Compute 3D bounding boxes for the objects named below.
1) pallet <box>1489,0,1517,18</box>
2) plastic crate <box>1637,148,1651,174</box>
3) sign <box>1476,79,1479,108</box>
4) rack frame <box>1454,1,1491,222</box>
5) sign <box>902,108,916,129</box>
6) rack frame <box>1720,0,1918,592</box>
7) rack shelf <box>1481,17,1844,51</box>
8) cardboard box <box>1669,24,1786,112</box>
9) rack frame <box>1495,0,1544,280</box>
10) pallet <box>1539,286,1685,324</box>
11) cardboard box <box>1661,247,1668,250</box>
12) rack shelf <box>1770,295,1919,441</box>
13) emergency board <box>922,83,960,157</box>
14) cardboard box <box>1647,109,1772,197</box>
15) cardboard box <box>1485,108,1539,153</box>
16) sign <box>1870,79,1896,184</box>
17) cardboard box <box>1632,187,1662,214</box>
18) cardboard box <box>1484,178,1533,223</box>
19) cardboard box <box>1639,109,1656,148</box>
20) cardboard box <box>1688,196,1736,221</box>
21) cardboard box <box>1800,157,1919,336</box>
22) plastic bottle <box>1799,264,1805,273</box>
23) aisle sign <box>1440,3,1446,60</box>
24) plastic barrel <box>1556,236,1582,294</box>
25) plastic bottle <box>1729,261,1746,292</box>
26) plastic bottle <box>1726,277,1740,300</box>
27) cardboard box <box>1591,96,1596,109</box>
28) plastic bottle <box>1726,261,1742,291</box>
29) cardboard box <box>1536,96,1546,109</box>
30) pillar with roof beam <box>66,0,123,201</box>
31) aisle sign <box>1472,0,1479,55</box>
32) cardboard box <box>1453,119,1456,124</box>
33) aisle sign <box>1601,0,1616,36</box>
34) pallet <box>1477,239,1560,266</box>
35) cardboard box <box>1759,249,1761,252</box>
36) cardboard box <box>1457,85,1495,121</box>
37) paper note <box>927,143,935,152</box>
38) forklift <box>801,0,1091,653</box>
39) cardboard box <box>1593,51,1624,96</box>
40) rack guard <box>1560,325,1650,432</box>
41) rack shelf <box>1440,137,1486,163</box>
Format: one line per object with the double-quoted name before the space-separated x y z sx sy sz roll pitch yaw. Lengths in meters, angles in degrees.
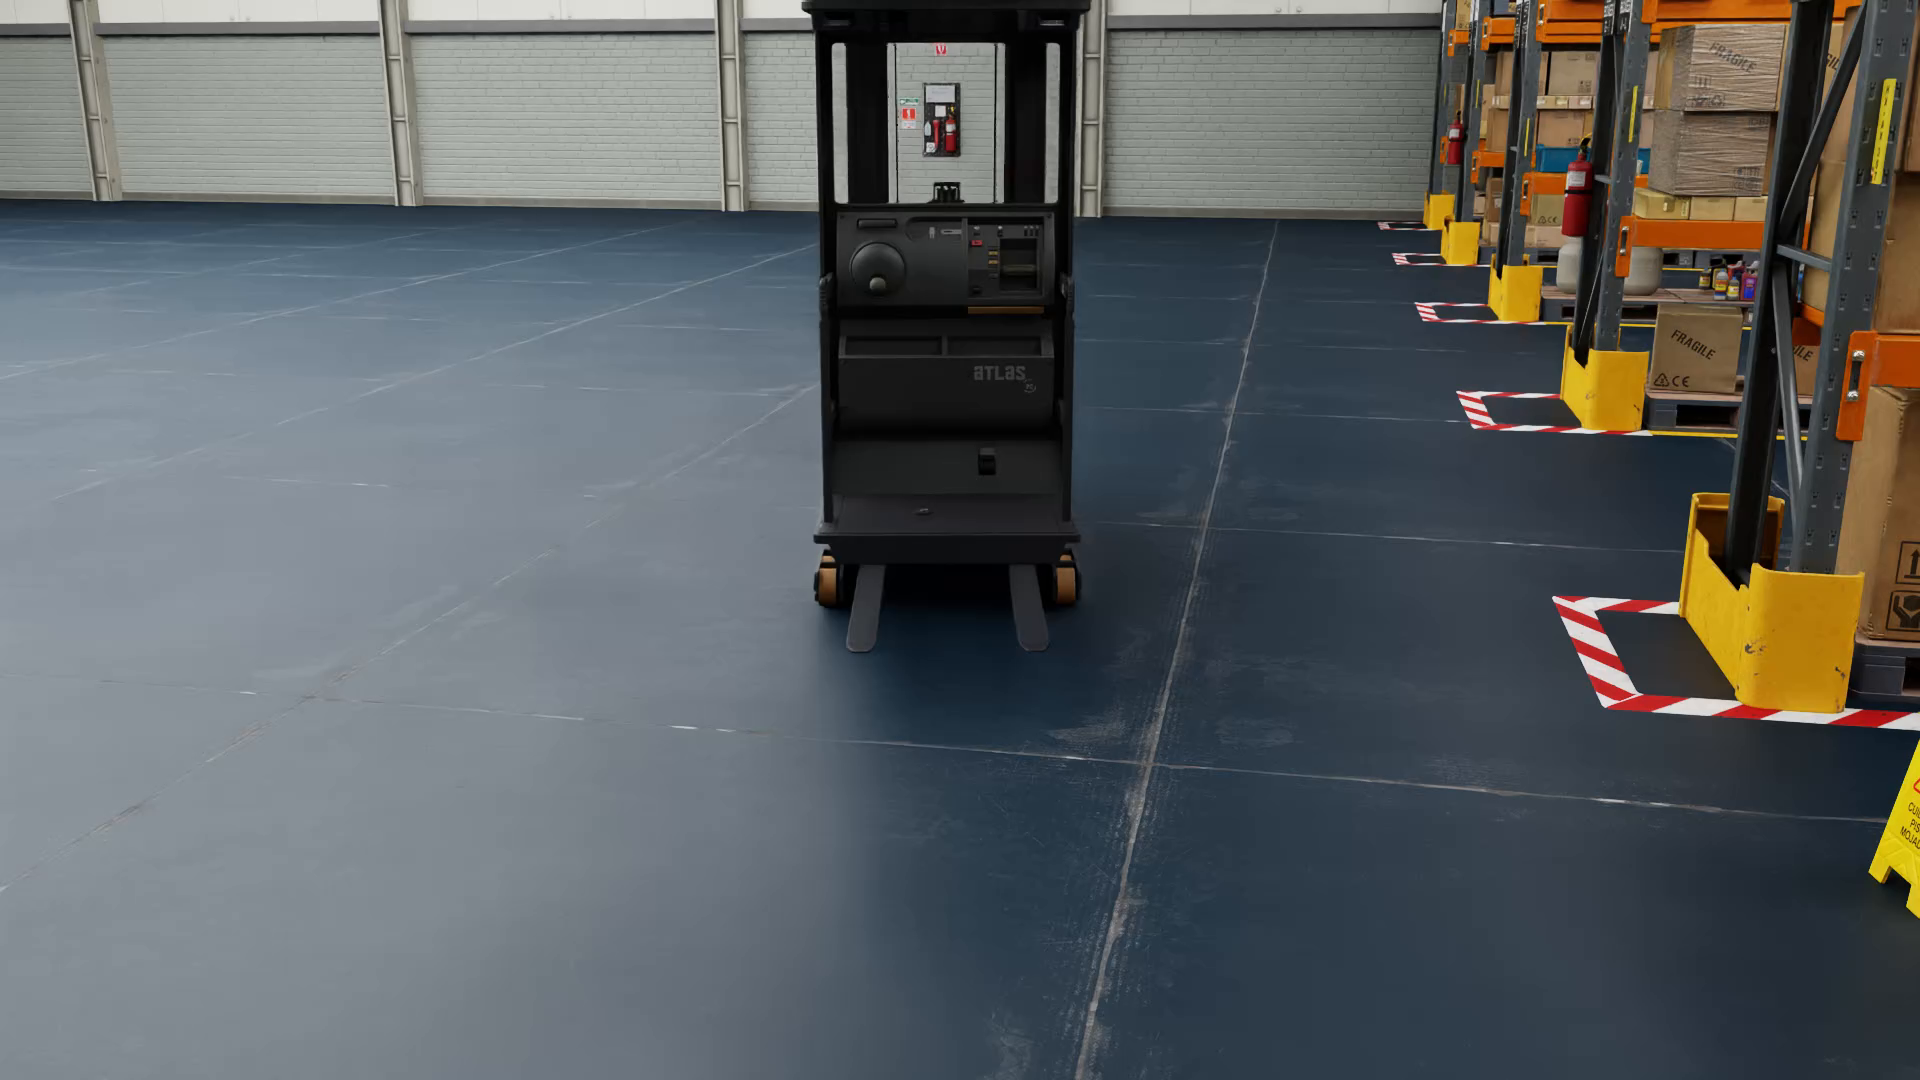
"pallet" 6.823 -6.239 19.442 1.213 0.211 1.003 3 16 11
"plastic crate" 6.330 -3.529 15.390 0.408 0.251 0.499 3 16 11
"sign" 6.019 -5.191 19.342 0.005 0.325 0.100 3 16 11
"rack frame" 6.135 -4.880 19.991 0.127 3.000 1.000 3 16 11
"sign" -0.838 -6.899 27.214 0.234 0.329 0.001 3 16 11
"rack frame" 3.070 -0.997 5.971 0.127 3.000 1.000 3 16 11
"rack shelf" 8.095 -5.873 19.302 4.000 0.370 1.077 3 16 11
"cardboard box" 4.642 -2.862 10.087 0.500 0.500 0.500 3 16 11
"rack frame" 5.144 -3.585 15.314 0.127 3.000 1.000 3 16 11
"pallet" 6.023 -2.204 15.555 1.213 0.211 1.003 3 16 11
"cardboard box" 8.086 -3.590 19.699 0.500 0.250 0.500 3 16 11
"rack shelf" 5.030 -0.544 5.683 4.000 0.370 1.077 3 16 11
"emergency board" -0.317 -6.826 27.015 0.643 1.169 0.194 3 16 11
"cardboard box" 4.691 -2.444 10.452 0.500 0.500 0.875 3 16 11
"cardboard box" 6.590 -4.900 19.876 0.500 0.500 0.700 3 16 11
"sign" 2.953 -1.307 5.322 0.005 0.325 0.100 3 16 11
"cardboard box" 4.478 -2.207 10.810 0.250 0.149 0.380 3 16 11
"cardboard box" 6.720 -4.168 20.380 0.500 0.500 0.500 3 16 11
"cardboard box" 8.108 -4.819 19.581 0.500 0.500 0.700 4 16 13
"cardboard box" 4.630 -2.072 10.324 0.250 0.149 0.380 3 16 11
"cardboard box" 3.443 -1.061 5.923 0.550 0.550 0.875 3 16 11
"plastic bottle" 7.749 -2.415 15.370 0.135 0.276 0.152 3 16 11
"aisle sign" 6.988 -7.354 24.053 0.004 0.787 0.394 3 16 11
"plastic barrel" 5.804 -2.573 15.535 0.421 0.512 0.421 0 15 0
"plastic bottle" 7.252 -2.456 15.504 0.133 0.283 0.061 3 16 11
"plastic bottle" 6.960 -2.265 14.966 0.097 0.201 0.097 0 15 0
"cardboard box" 7.489 -5.109 19.415 0.250 0.149 0.380 3 16 9
"plastic bottle" 7.273 -2.480 15.605 0.135 0.276 0.152 3 16 12
"cardboard box" 6.736 -5.150 19.564 0.250 0.149 0.380 3 16 10
"pillar with roof beam" -16.400 -9.407 25.095 0.400 9.000 9.100 3 16 11
"aisle sign" 6.010 -6.056 19.367 0.004 0.787 0.394 3 16 11
"cardboard box" 7.615 -6.139 24.780 0.500 0.250 0.500 3 16 12
"aisle sign" 4.156 -3.624 10.584 0.004 0.787 0.394 3 16 11
"pallet" 6.893 -3.507 20.256 1.213 0.211 1.003 3 16 11
"cardboard box" 9.557 -3.512 19.416 0.500 0.250 0.500 3 16 11
"cardboard box" 7.526 -6.371 24.211 0.500 0.500 0.500 3 16 11
"paper note" -0.477 -6.429 27.232 0.142 0.148 0.016 3 16 11
"forklift" -0.055 -1.216 6.891 1.130 2.935 3.031 0 15 -1
"cardboard box" 7.652 -5.469 19.500 0.500 0.500 0.700 3 16 11
"rack guard" 4.232 -1.080 10.955 0.348 0.500 1.175 3 16 11
"rack shelf" 9.078 -5.723 24.382 4.000 0.370 1.077 3 16 11
